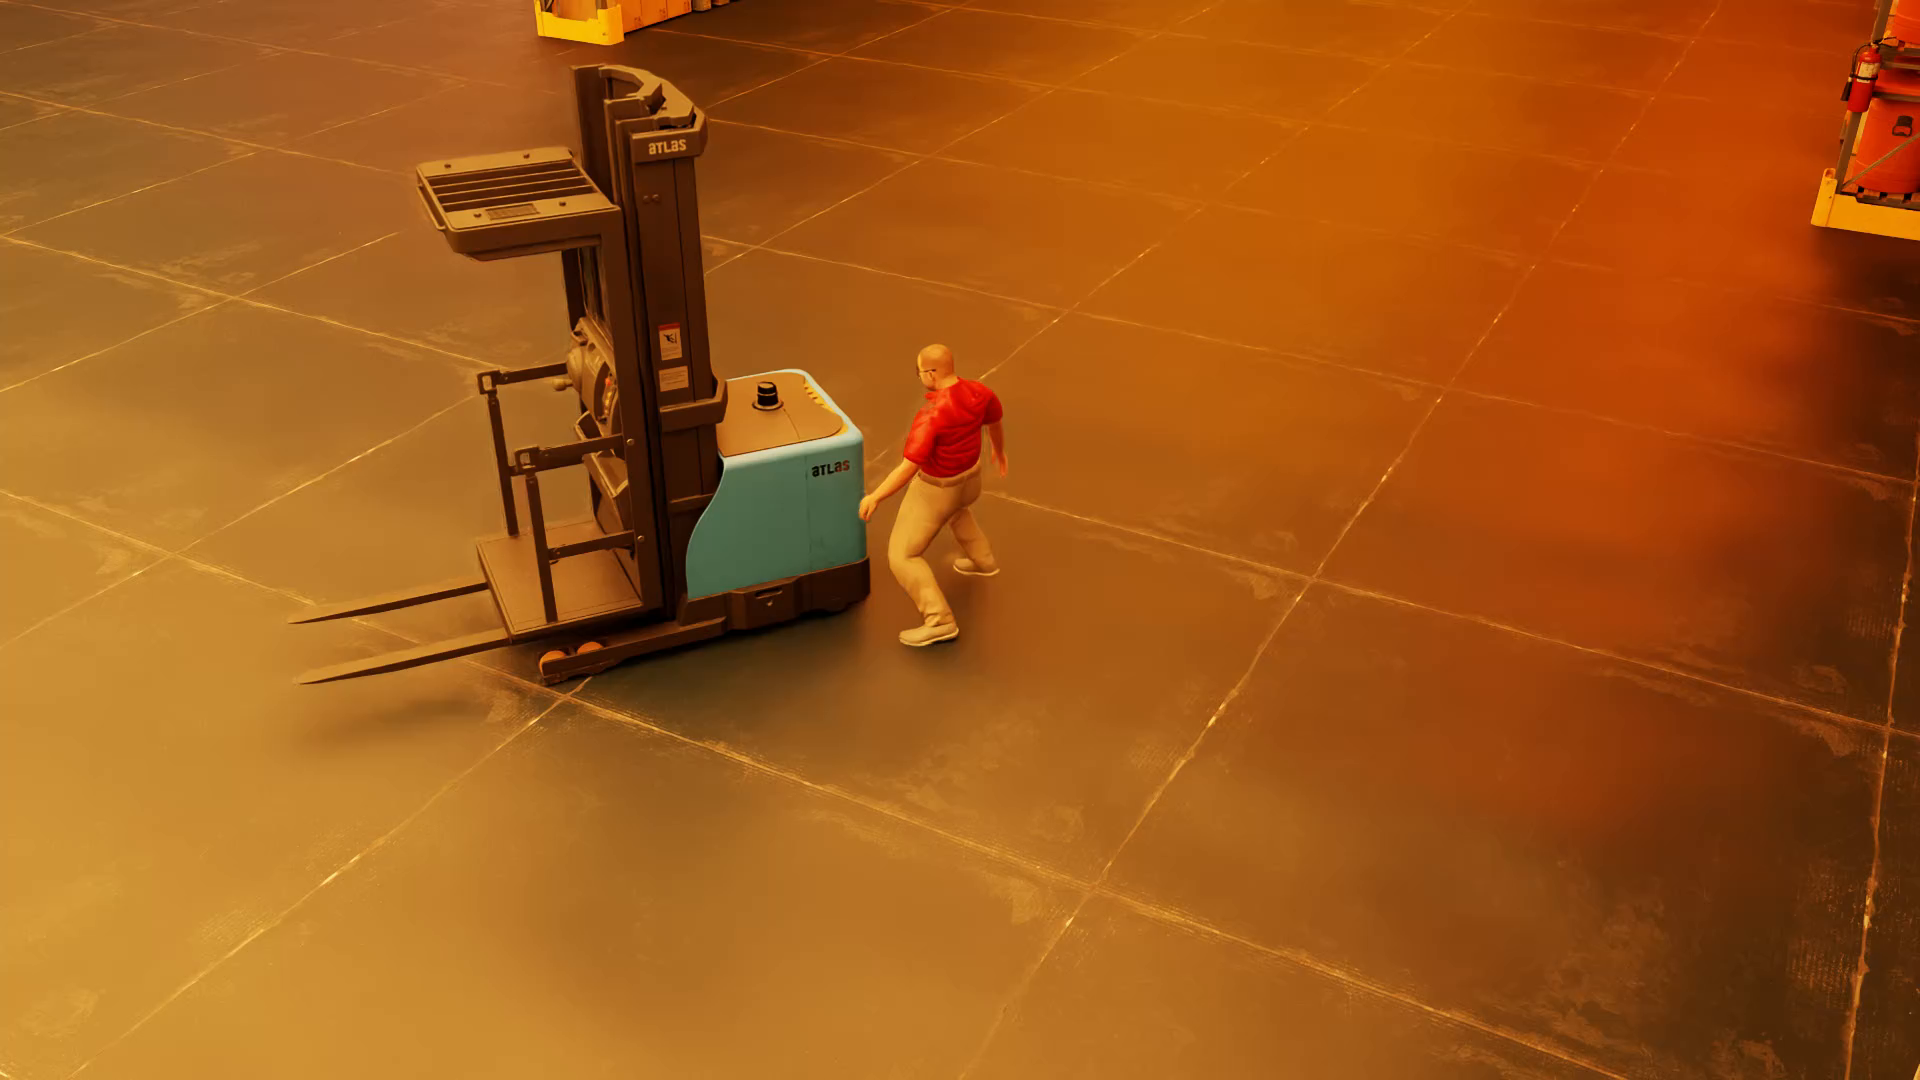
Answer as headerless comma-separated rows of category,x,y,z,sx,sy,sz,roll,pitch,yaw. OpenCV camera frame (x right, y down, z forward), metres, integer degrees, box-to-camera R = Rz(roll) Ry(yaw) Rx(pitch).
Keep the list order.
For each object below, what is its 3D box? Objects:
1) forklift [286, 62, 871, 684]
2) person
forklift,-2.065,-0.822,8.495,3.031,2.935,1.130,-13,32,-21
person,-0.096,-0.319,8.964,0.606,1.628,0.947,26,39,38
